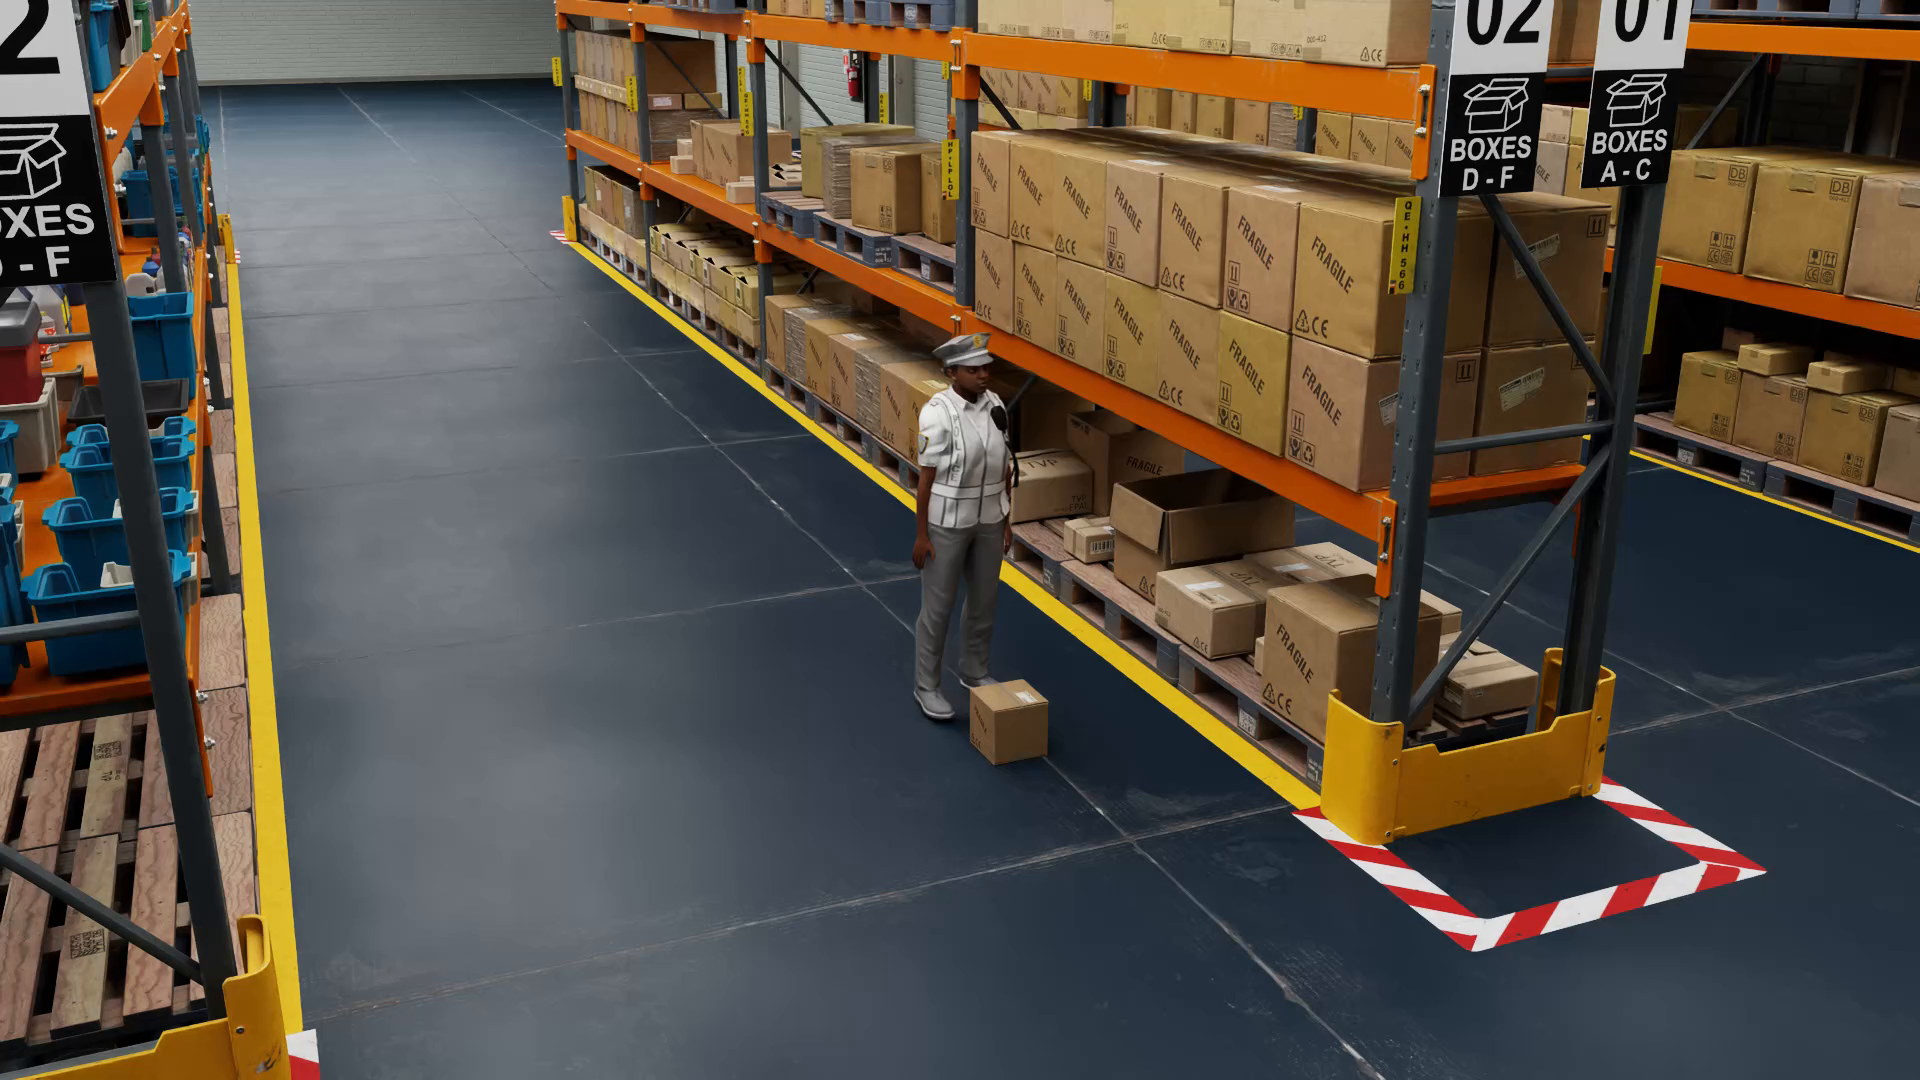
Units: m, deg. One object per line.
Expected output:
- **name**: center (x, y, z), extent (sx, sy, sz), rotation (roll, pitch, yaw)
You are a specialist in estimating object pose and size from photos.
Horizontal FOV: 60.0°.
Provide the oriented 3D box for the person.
- **person**: center (0.020, -0.072, 7.169), extent (0.499, 1.692, 0.346), rotation (-11, 22, -29)
